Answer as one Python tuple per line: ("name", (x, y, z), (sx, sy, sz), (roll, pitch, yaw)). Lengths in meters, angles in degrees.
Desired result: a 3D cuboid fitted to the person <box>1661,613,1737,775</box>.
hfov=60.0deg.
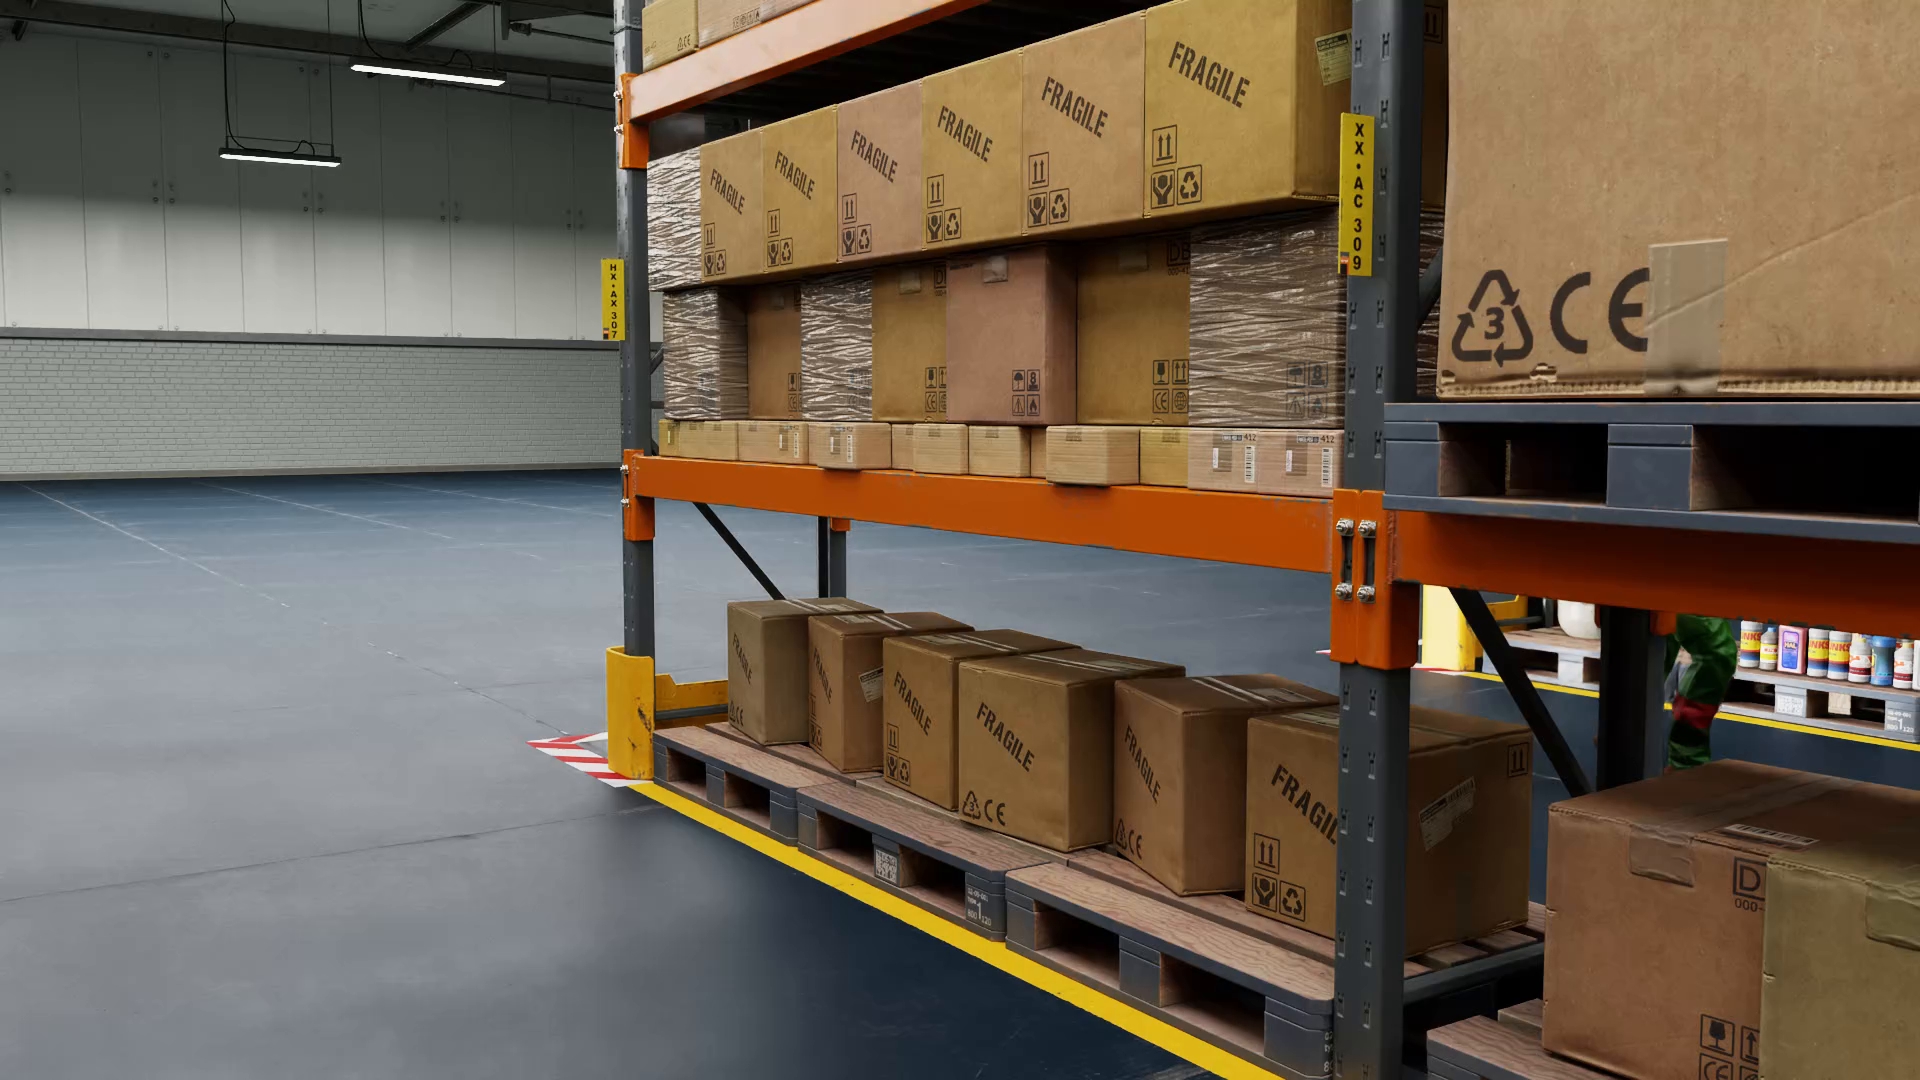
("person", (2.680, 0.109, 6.256), (0.542, 1.837, 0.599), (4, 6, 39))
